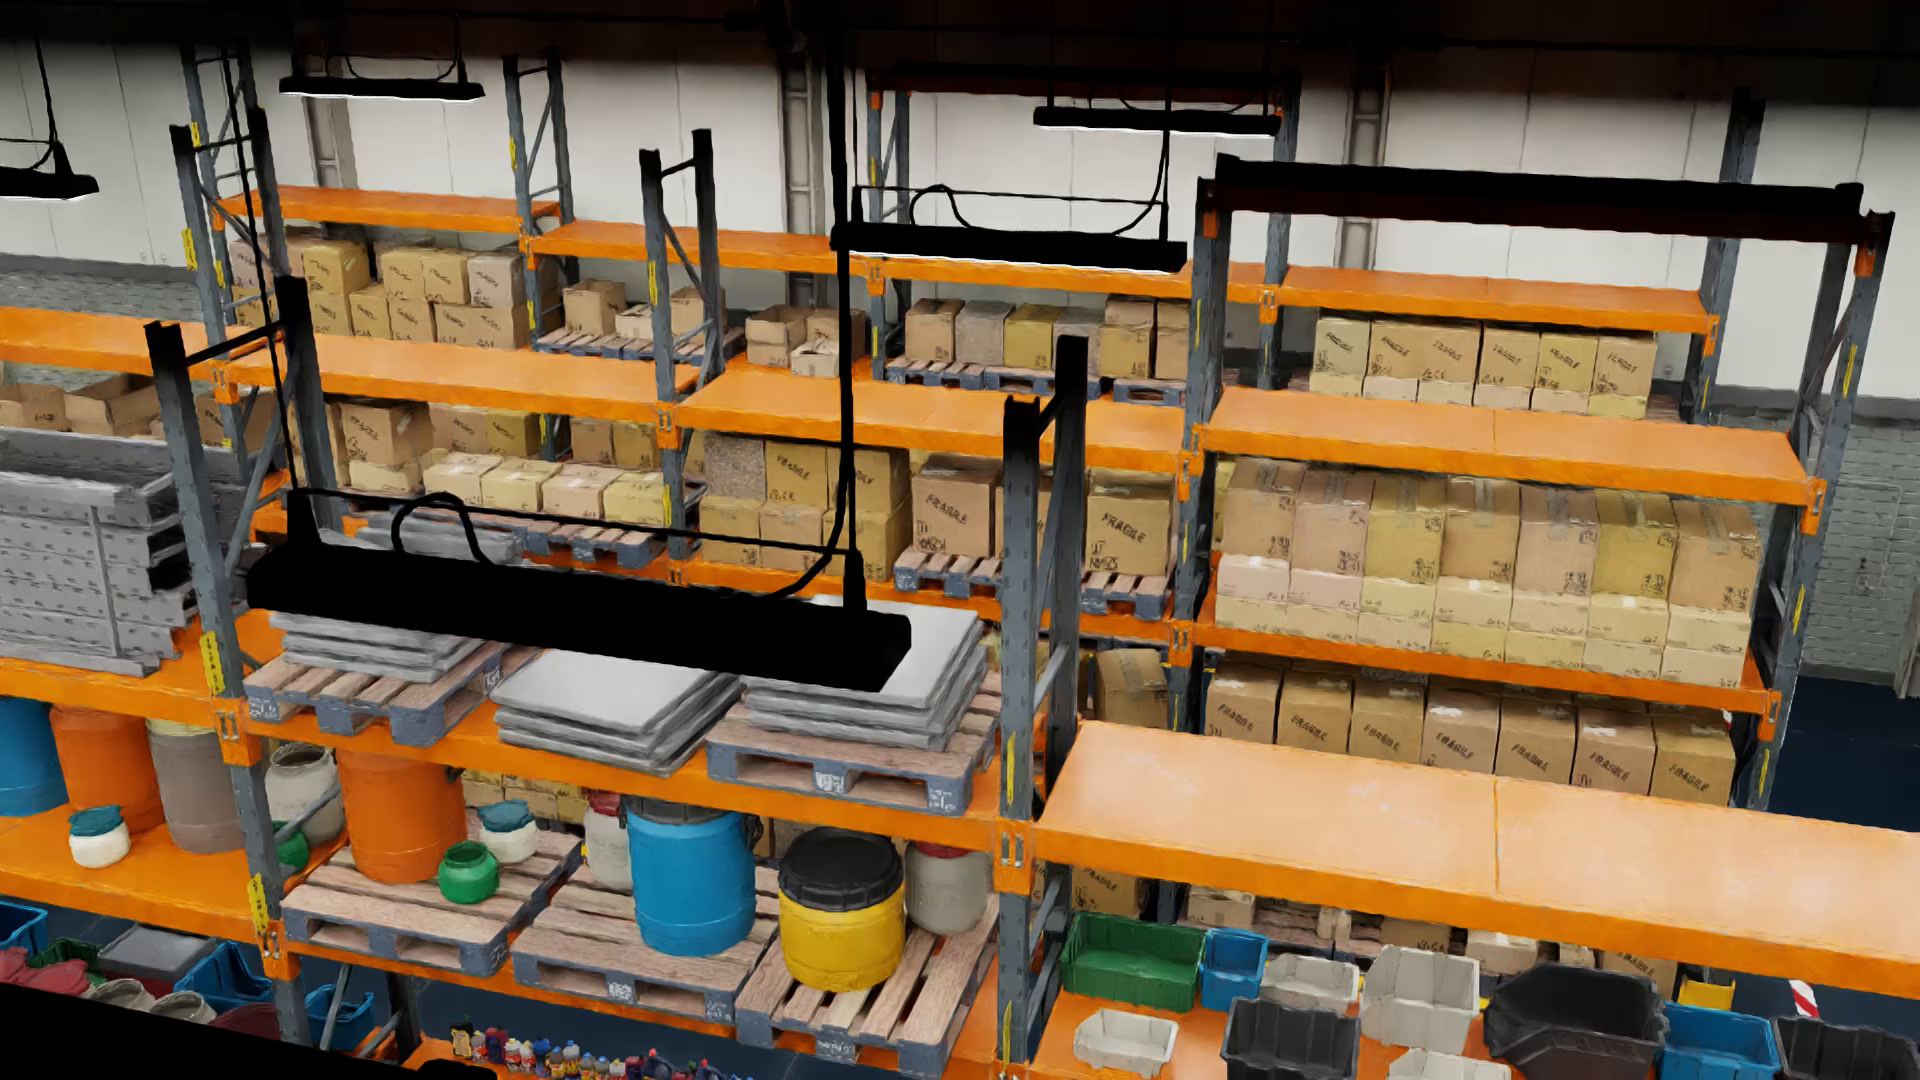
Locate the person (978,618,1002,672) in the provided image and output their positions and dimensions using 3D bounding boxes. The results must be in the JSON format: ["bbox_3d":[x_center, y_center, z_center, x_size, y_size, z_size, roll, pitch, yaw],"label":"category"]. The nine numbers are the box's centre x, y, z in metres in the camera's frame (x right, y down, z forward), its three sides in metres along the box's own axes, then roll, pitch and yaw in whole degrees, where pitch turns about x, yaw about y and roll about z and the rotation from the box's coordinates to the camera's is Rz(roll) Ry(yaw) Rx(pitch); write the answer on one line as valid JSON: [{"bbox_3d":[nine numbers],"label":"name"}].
[{"bbox_3d":[0.289,1.330,15.464,1.110,1.590,0.448,7,24,17],"label":"person"}]
